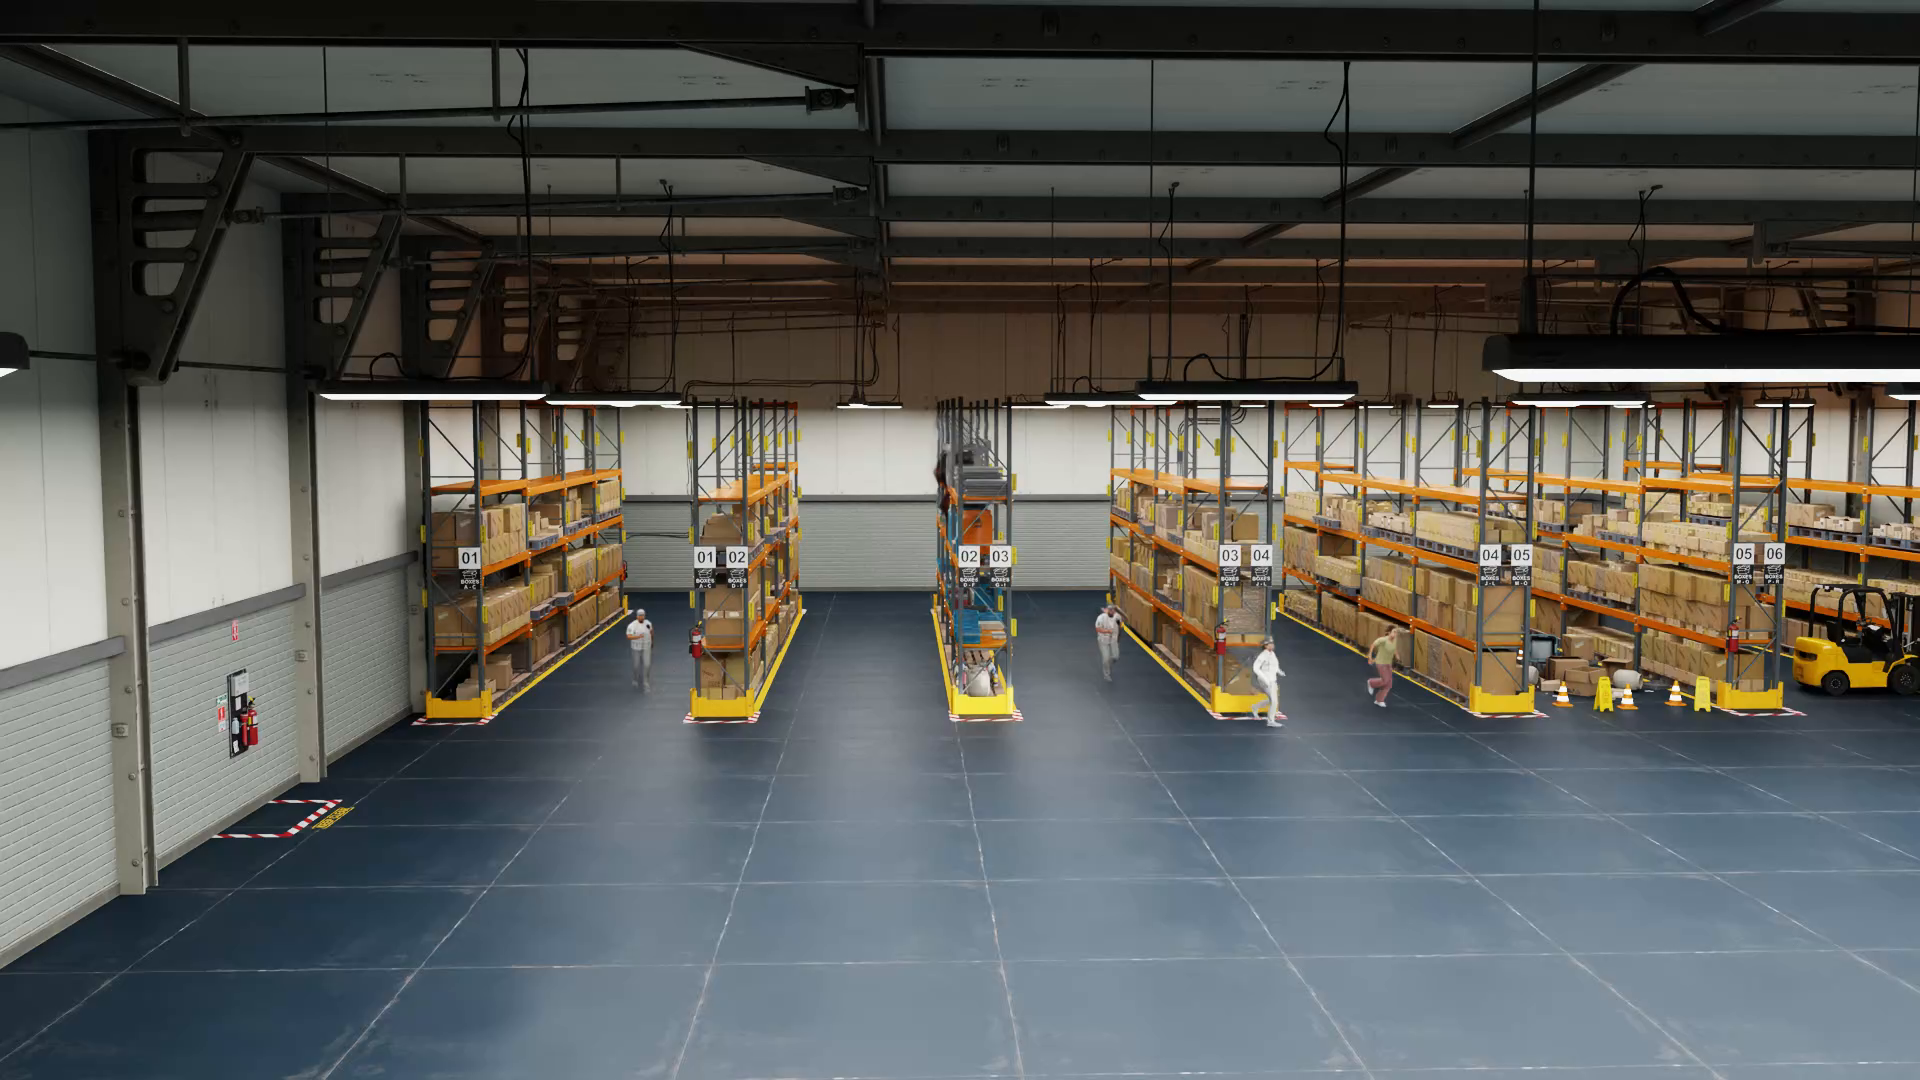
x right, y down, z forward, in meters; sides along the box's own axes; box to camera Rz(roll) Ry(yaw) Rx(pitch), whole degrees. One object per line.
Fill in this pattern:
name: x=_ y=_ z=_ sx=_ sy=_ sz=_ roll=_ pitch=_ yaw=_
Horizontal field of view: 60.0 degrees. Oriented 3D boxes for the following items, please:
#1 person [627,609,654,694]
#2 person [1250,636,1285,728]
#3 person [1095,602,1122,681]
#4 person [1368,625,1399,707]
person: x=-6.537 y=2.250 z=34.023 sx=0.590 sy=1.679 sz=0.909 roll=-2 pitch=5 yaw=-21
person: x=5.556 y=2.558 z=30.222 sx=0.678 sy=1.659 sz=0.613 roll=3 pitch=6 yaw=38
person: x=3.186 y=2.158 z=35.294 sx=0.653 sy=1.719 sz=0.698 roll=-1 pitch=4 yaw=-11
person: x=8.254 y=2.441 z=32.423 sx=0.572 sy=1.600 sz=0.692 roll=-3 pitch=5 yaw=-36
